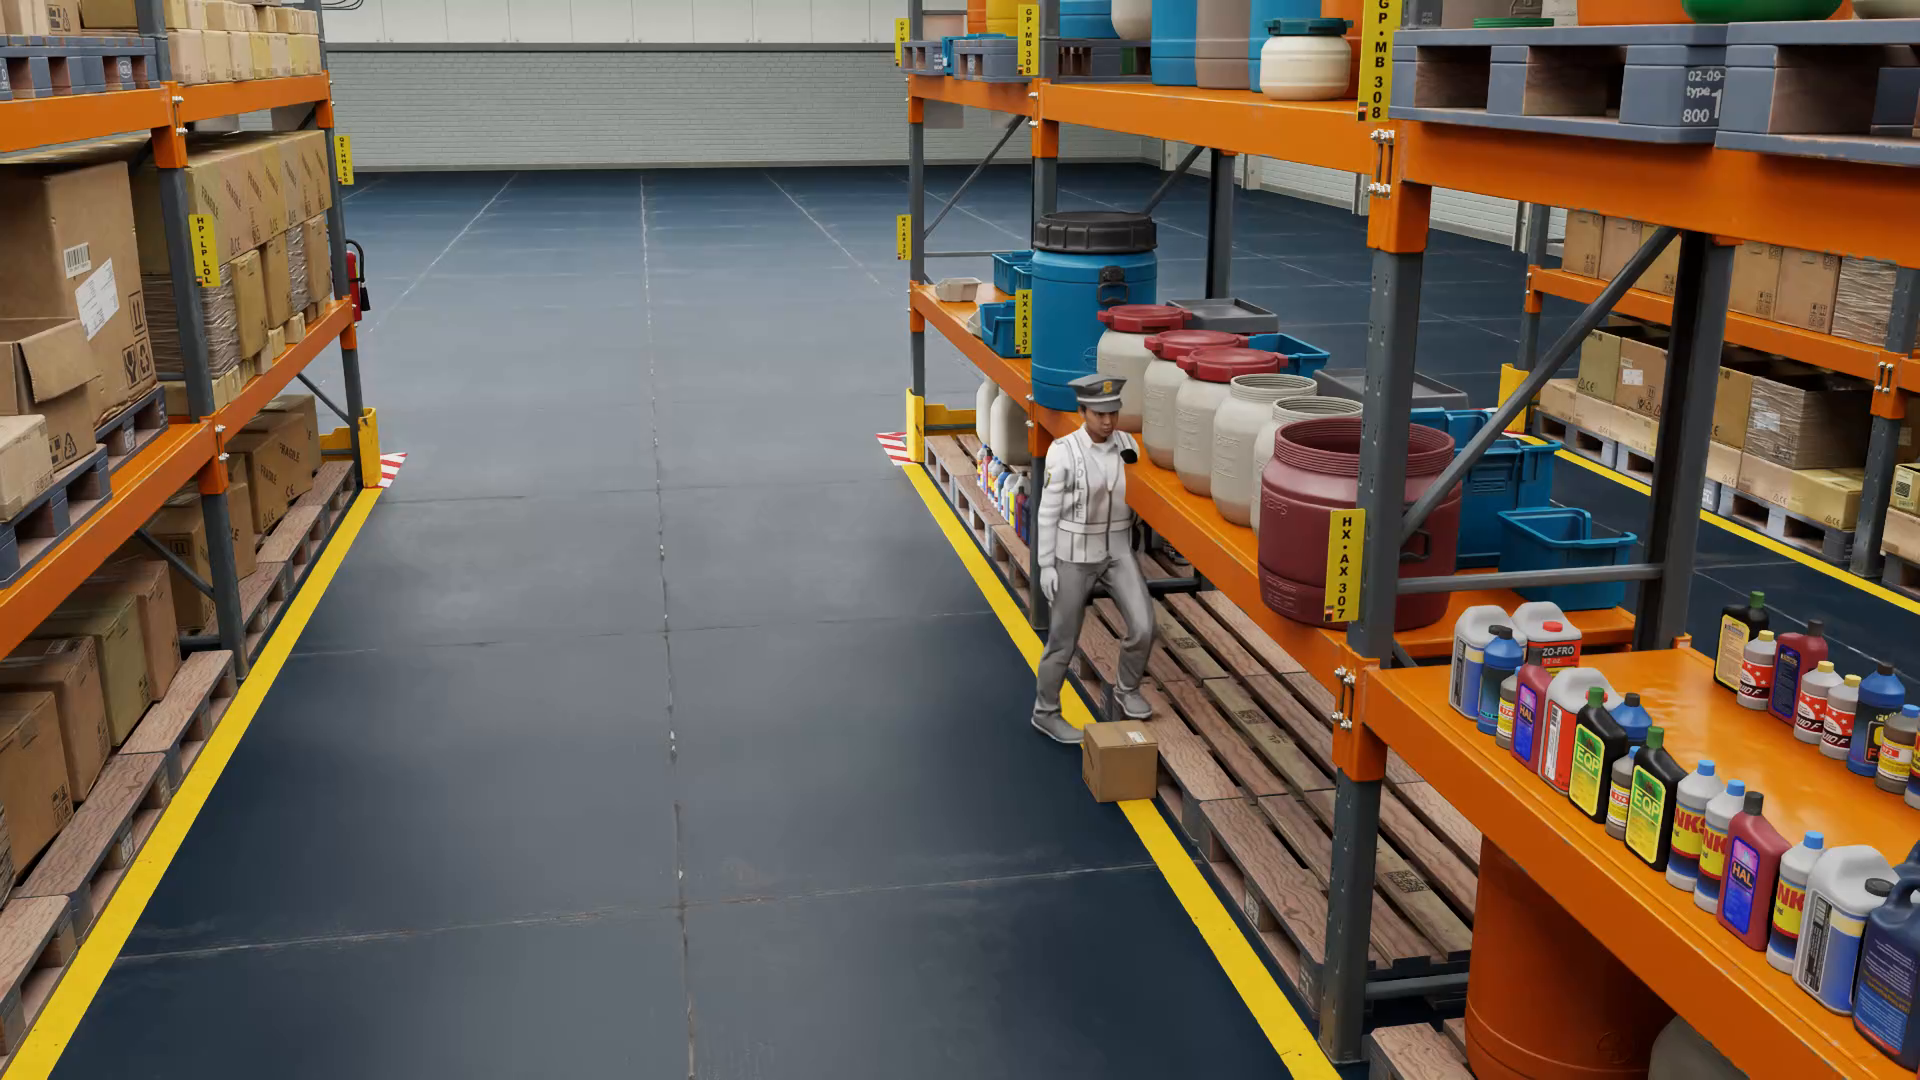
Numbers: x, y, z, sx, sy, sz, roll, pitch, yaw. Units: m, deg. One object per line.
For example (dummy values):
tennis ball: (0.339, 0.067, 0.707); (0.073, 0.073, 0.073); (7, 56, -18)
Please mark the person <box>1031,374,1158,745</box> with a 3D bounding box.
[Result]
person: (0.615, 0.125, 7.118); (0.504, 1.685, 0.623); (-7, 18, -21)
